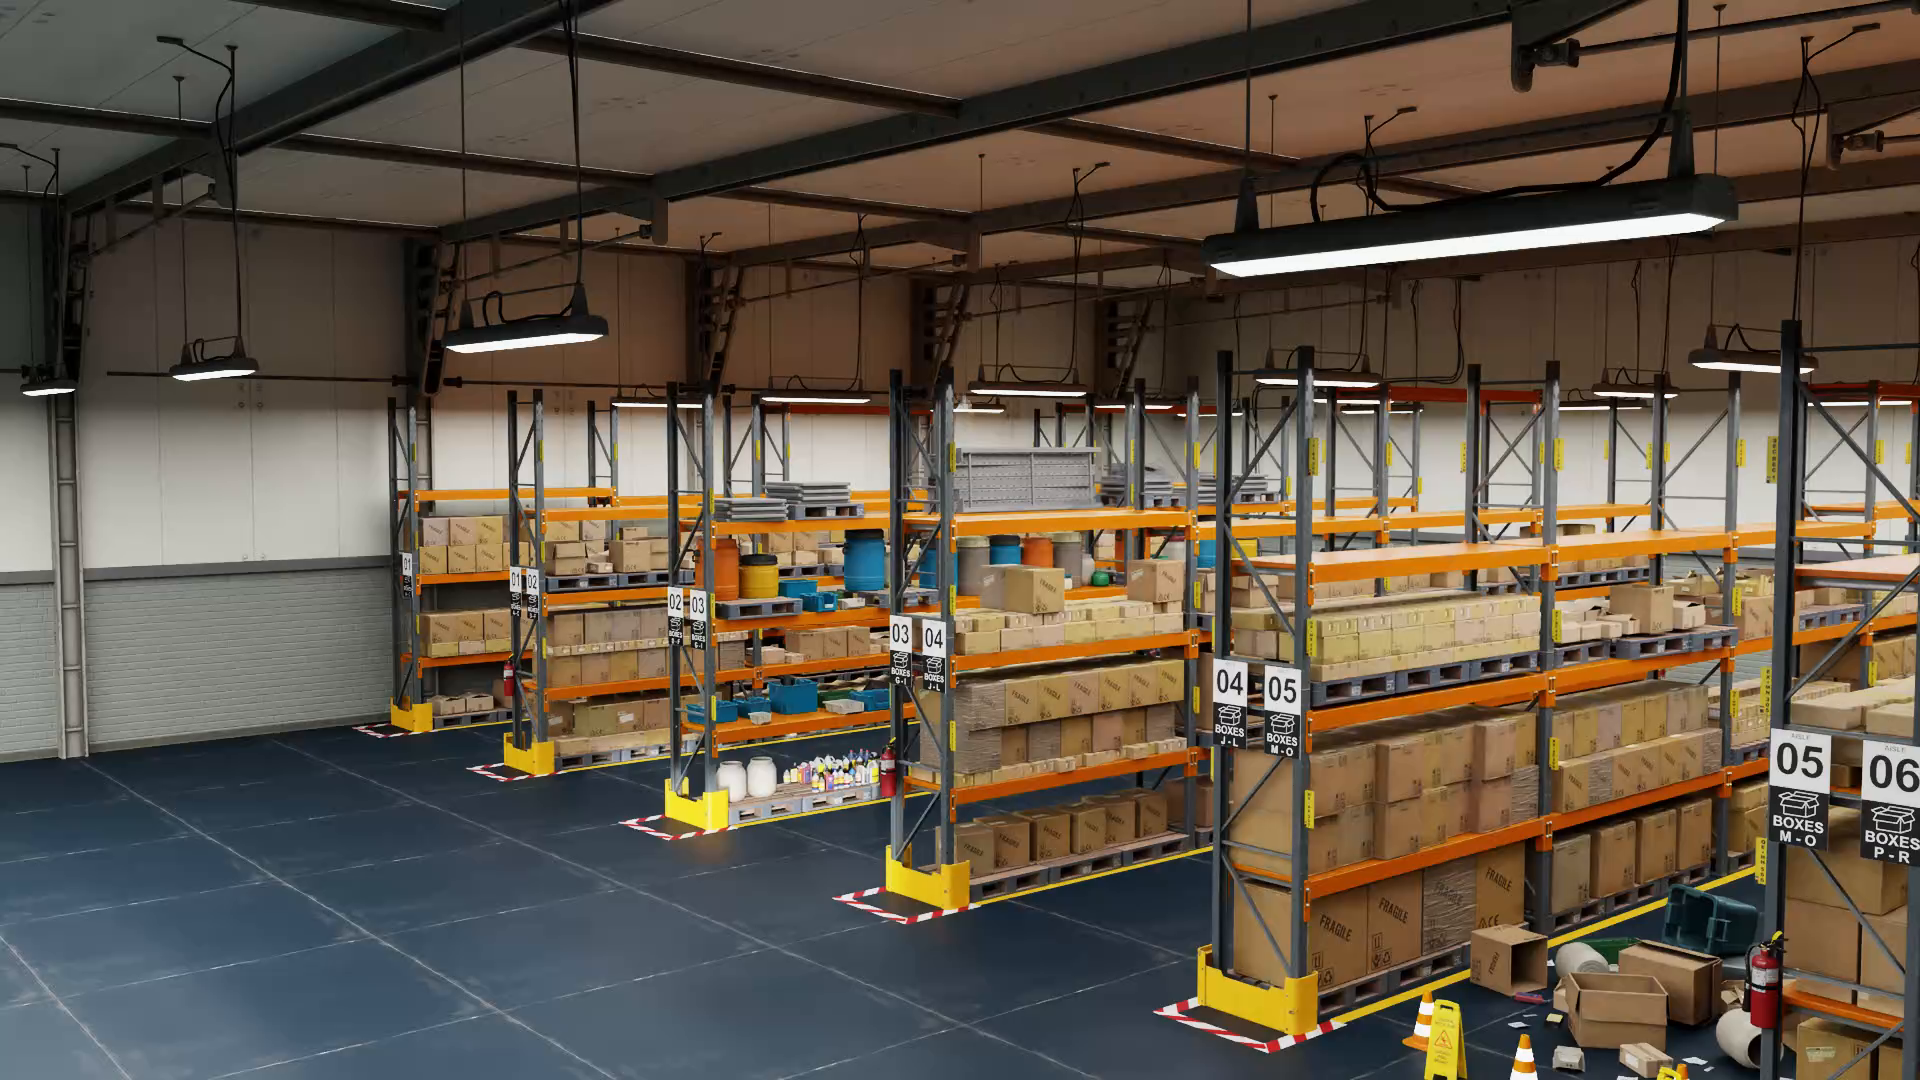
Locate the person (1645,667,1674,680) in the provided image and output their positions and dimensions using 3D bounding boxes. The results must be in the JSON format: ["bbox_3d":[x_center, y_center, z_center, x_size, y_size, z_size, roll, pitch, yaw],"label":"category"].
[{"bbox_3d":[12.522,2.554,30.057,0.674,1.690,0.921,-2,4,-32],"label":"person"}]
